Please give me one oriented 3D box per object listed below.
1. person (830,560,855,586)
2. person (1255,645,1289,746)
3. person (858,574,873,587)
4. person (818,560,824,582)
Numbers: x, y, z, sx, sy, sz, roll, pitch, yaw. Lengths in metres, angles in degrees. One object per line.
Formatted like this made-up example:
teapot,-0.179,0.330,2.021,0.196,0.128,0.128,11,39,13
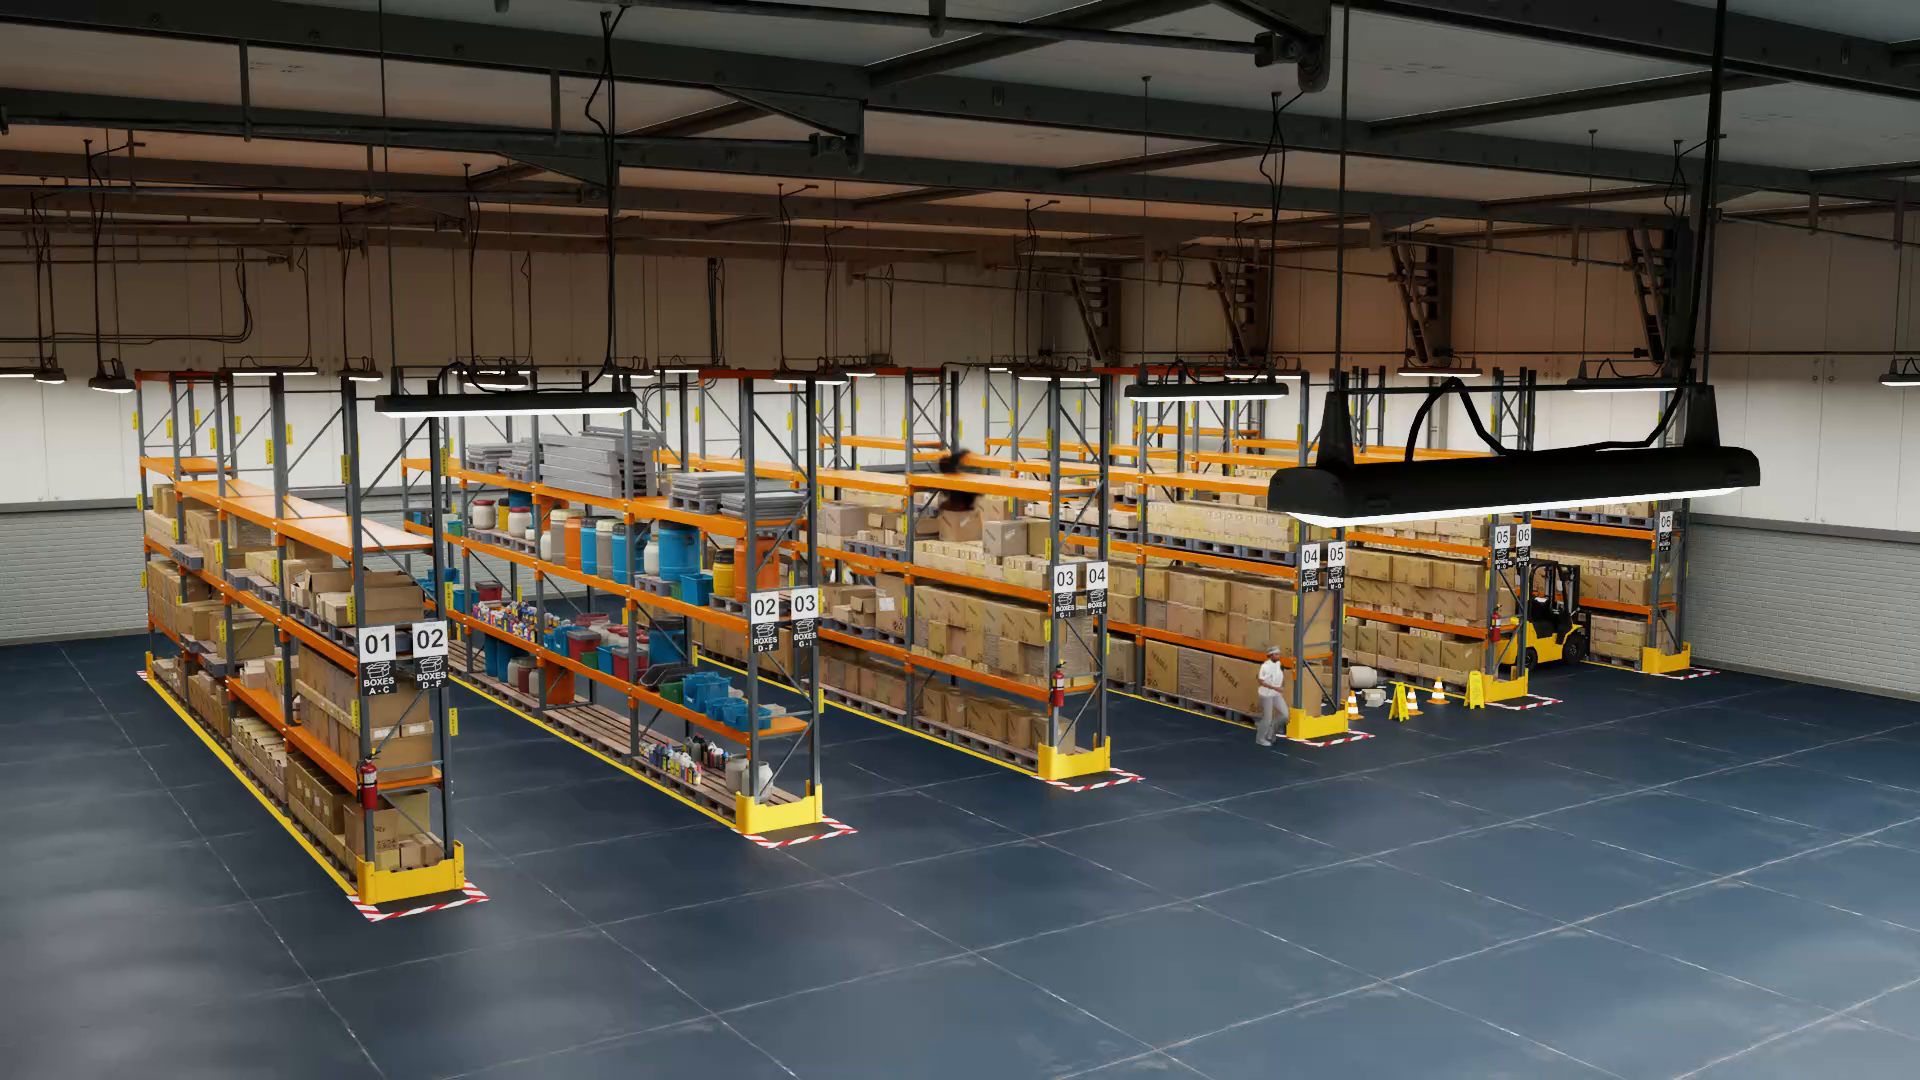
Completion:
person,-2.643,1.256,37.267,0.672,1.830,0.945,-4,7,-30
person,5.039,2.496,26.737,0.603,1.658,0.608,-6,9,-41
person,-2.520,0.649,42.584,0.847,1.797,0.713,-5,8,-36
person,-3.395,1.220,38.274,0.595,1.612,0.574,-6,9,-42
